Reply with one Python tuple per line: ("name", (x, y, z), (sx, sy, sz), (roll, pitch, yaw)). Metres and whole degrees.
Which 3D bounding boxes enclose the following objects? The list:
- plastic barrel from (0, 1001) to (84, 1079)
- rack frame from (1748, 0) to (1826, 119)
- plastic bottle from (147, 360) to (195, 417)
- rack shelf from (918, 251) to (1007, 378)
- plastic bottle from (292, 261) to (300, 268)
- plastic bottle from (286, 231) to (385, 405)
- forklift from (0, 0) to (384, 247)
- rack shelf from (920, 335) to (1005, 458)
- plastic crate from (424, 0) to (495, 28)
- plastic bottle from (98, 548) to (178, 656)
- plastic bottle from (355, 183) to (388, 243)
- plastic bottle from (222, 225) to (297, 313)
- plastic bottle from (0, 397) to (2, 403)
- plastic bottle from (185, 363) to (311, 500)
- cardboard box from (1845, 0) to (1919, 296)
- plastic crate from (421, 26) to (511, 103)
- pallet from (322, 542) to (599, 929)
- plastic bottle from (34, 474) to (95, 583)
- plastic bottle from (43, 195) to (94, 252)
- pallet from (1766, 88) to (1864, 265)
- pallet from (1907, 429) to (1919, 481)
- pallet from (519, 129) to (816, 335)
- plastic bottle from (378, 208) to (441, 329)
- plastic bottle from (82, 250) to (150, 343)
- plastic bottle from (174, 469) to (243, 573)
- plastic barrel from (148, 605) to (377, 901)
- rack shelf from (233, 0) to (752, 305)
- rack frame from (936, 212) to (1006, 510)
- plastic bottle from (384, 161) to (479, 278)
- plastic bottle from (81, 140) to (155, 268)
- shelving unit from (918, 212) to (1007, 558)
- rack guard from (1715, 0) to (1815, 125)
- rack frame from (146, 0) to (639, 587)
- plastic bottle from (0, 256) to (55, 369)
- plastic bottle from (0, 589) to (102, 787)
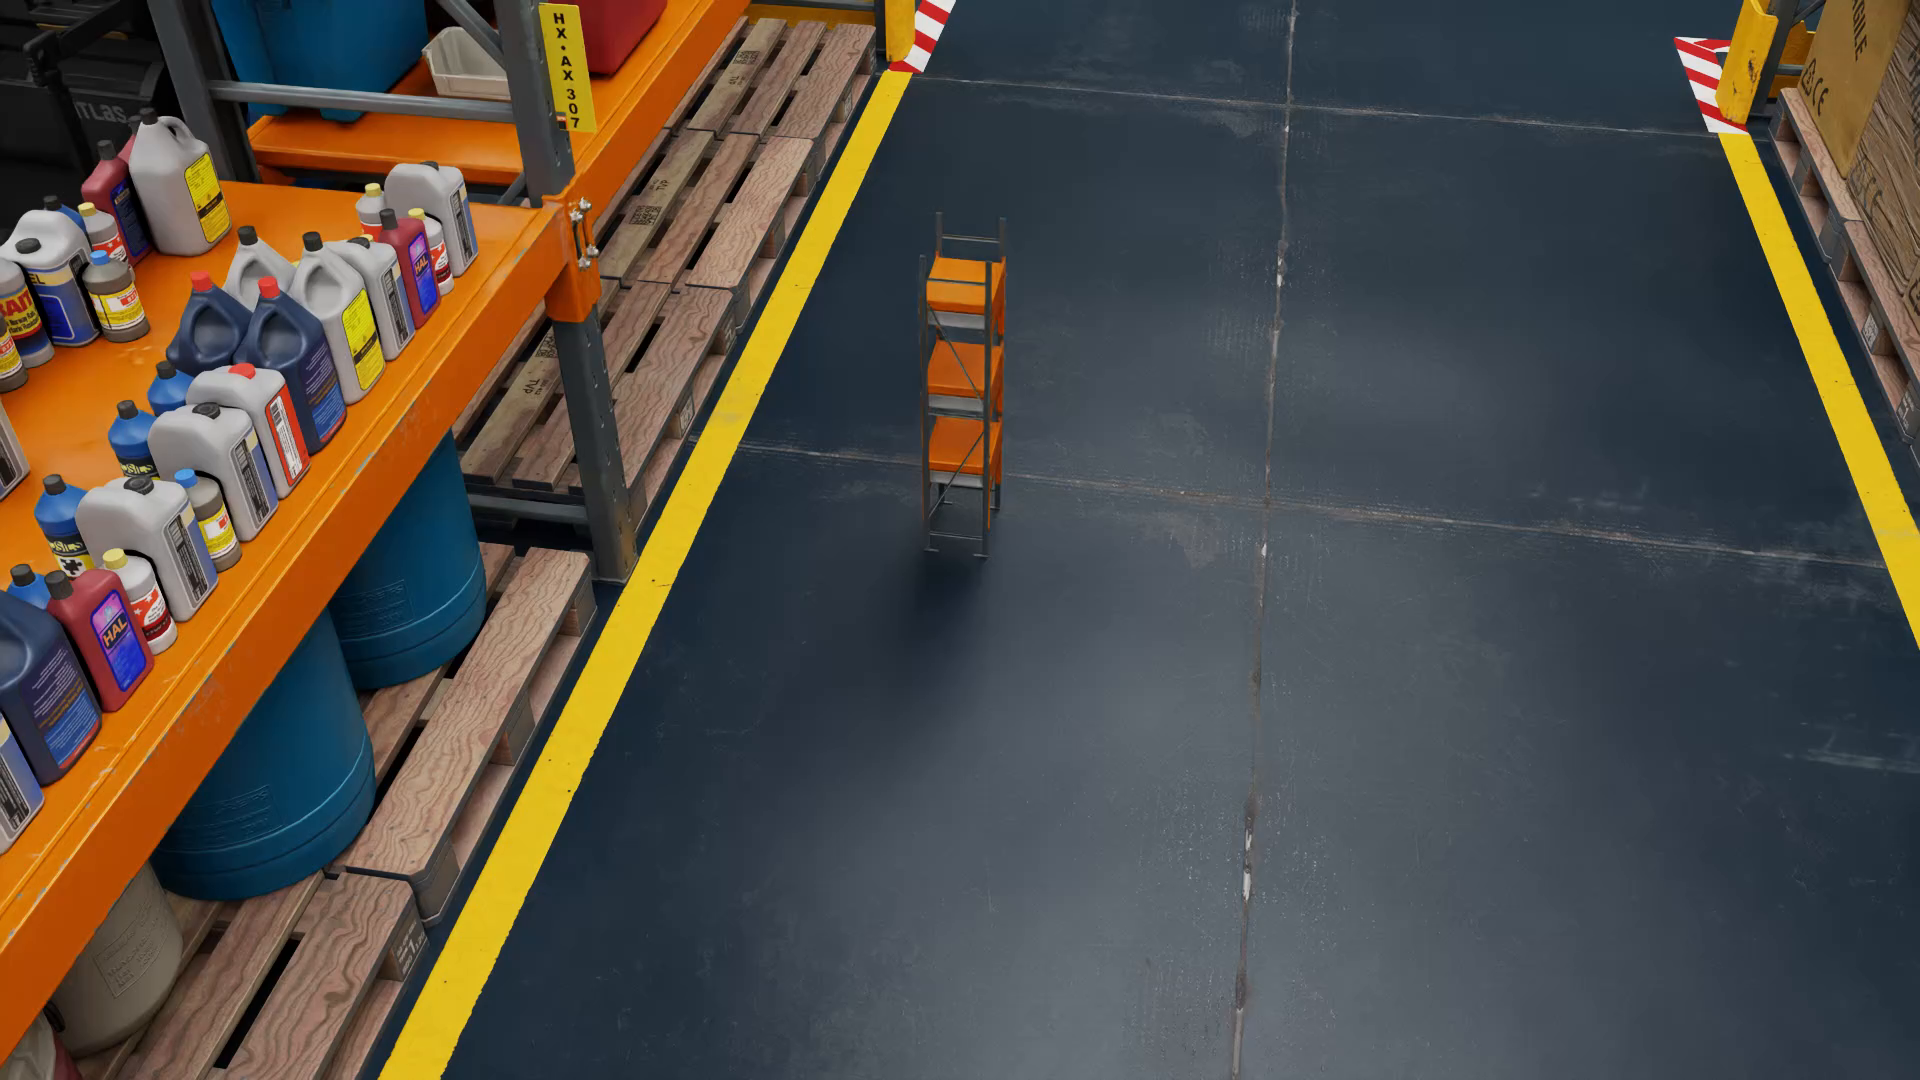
("plastic barrel", (-1.930, 1.152, 3.066), (0.600, 0.588, 0.708), (6, 40, 8))
("rack frame", (4.069, -3.072, 6.612), (1.000, 3.000, 0.127), (6, 40, 8))
("plastic bottle", (-1.527, -0.232, 3.278), (0.097, 0.271, 0.097), (0, 40, 0))
("rack shelf", (0.009, -0.649, 4.782), (0.215, 0.259, 0.240), (6, 40, 8))
("plastic bottle", (-1.440, -0.522, 3.683), (0.097, 0.201, 0.097), (0, 40, 0))
("plastic bottle", (-1.338, -0.476, 3.511), (0.144, 0.351, 0.185), (6, 40, 8))
("forklift", (-3.138, -1.802, 5.129), (1.130, 2.935, 3.031), (9, 40, 11))
("rack shelf", (0.009, -0.430, 4.963), (0.215, 0.259, 0.240), (6, 40, 8))
("plastic crate", (-1.572, -1.757, 5.190), (0.437, 0.125, 0.590), (6, 40, 8))
("plastic bottle", (-1.458, 0.103, 2.927), (0.097, 0.201, 0.097), (0, 40, 0))
("plastic bottle", (-1.377, -0.751, 3.960), (0.097, 0.201, 0.097), (0, 40, 0))
("plastic bottle", (-1.480, -0.492, 3.530), (0.144, 0.351, 0.185), (6, 40, 8))
("plastic bottle", (-2.100, -0.362, 3.489), (0.097, 0.201, 0.097), (0, 40, 0))
("plastic bottle", (-1.401, -0.232, 3.274), (0.152, 0.276, 0.135), (6, 40, 8))
("cardboard box", (3.880, -1.434, 5.968), (0.875, 0.875, 0.875), (6, 40, 8))
("plastic crate", (-1.280, -1.306, 4.636), (0.396, 0.136, 0.243), (6, 40, 8))
("pallet", (-1.676, 0.446, 4.545), (1.003, 0.211, 1.213), (6, 40, 8))
("plastic bottle", (-1.591, -0.002, 2.999), (0.097, 0.271, 0.097), (0, 40, 0))
("plastic bottle", (-2.027, -0.656, 3.791), (0.097, 0.271, 0.097), (0, 40, 0))
("pallet", (4.008, -1.487, 6.883), (1.003, 0.211, 1.213), (6, 40, 8))
("pallet", (3.586, 0.044, 5.031), (1.003, 0.211, 1.213), (6, 40, 8))
("pallet", (-1.203, -1.267, 6.617), (1.003, 0.211, 1.213), (6, 40, 8))
("plastic bottle", (-1.246, -0.630, 3.750), (0.061, 0.283, 0.133), (6, 40, 8))
("plastic bottle", (-1.894, -0.552, 3.719), (0.097, 0.201, 0.097), (0, 40, 0))
("plastic bottle", (-1.418, -0.043, 3.103), (0.097, 0.201, 0.097), (0, 40, 0))
("plastic barrel", (-1.735, 0.323, 3.823), (0.600, 0.901, 0.708), (6, 40, 8))
("rack shelf", (-1.155, -2.086, 5.984), (1.077, 0.370, 4.000), (6, 40, 8))
("rack frame", (0.030, -0.515, 5.049), (0.200, 1.050, 0.008), (6, 40, 8))
("plastic bottle", (-1.251, -0.777, 3.934), (0.152, 0.276, 0.135), (6, 40, 8))
("plastic bottle", (-2.008, -0.796, 3.951), (0.061, 0.283, 0.133), (6, 40, 8))
("shelving unit", (0.009, -0.438, 4.956), (0.215, 1.050, 0.252), (6, 40, 8))
("rack guard", (4.074, -2.124, 7.427), (1.175, 0.500, 0.348), (6, 40, 8))
("rack frame", (-1.501, -1.108, 4.236), (1.000, 3.000, 0.127), (6, 40, 8))
("plastic bottle", (-2.067, -0.511, 3.615), (0.097, 0.271, 0.097), (0, 40, 0))
("plastic bottle", (-1.528, 0.215, 2.675), (0.144, 0.351, 0.185), (6, 40, 8))
